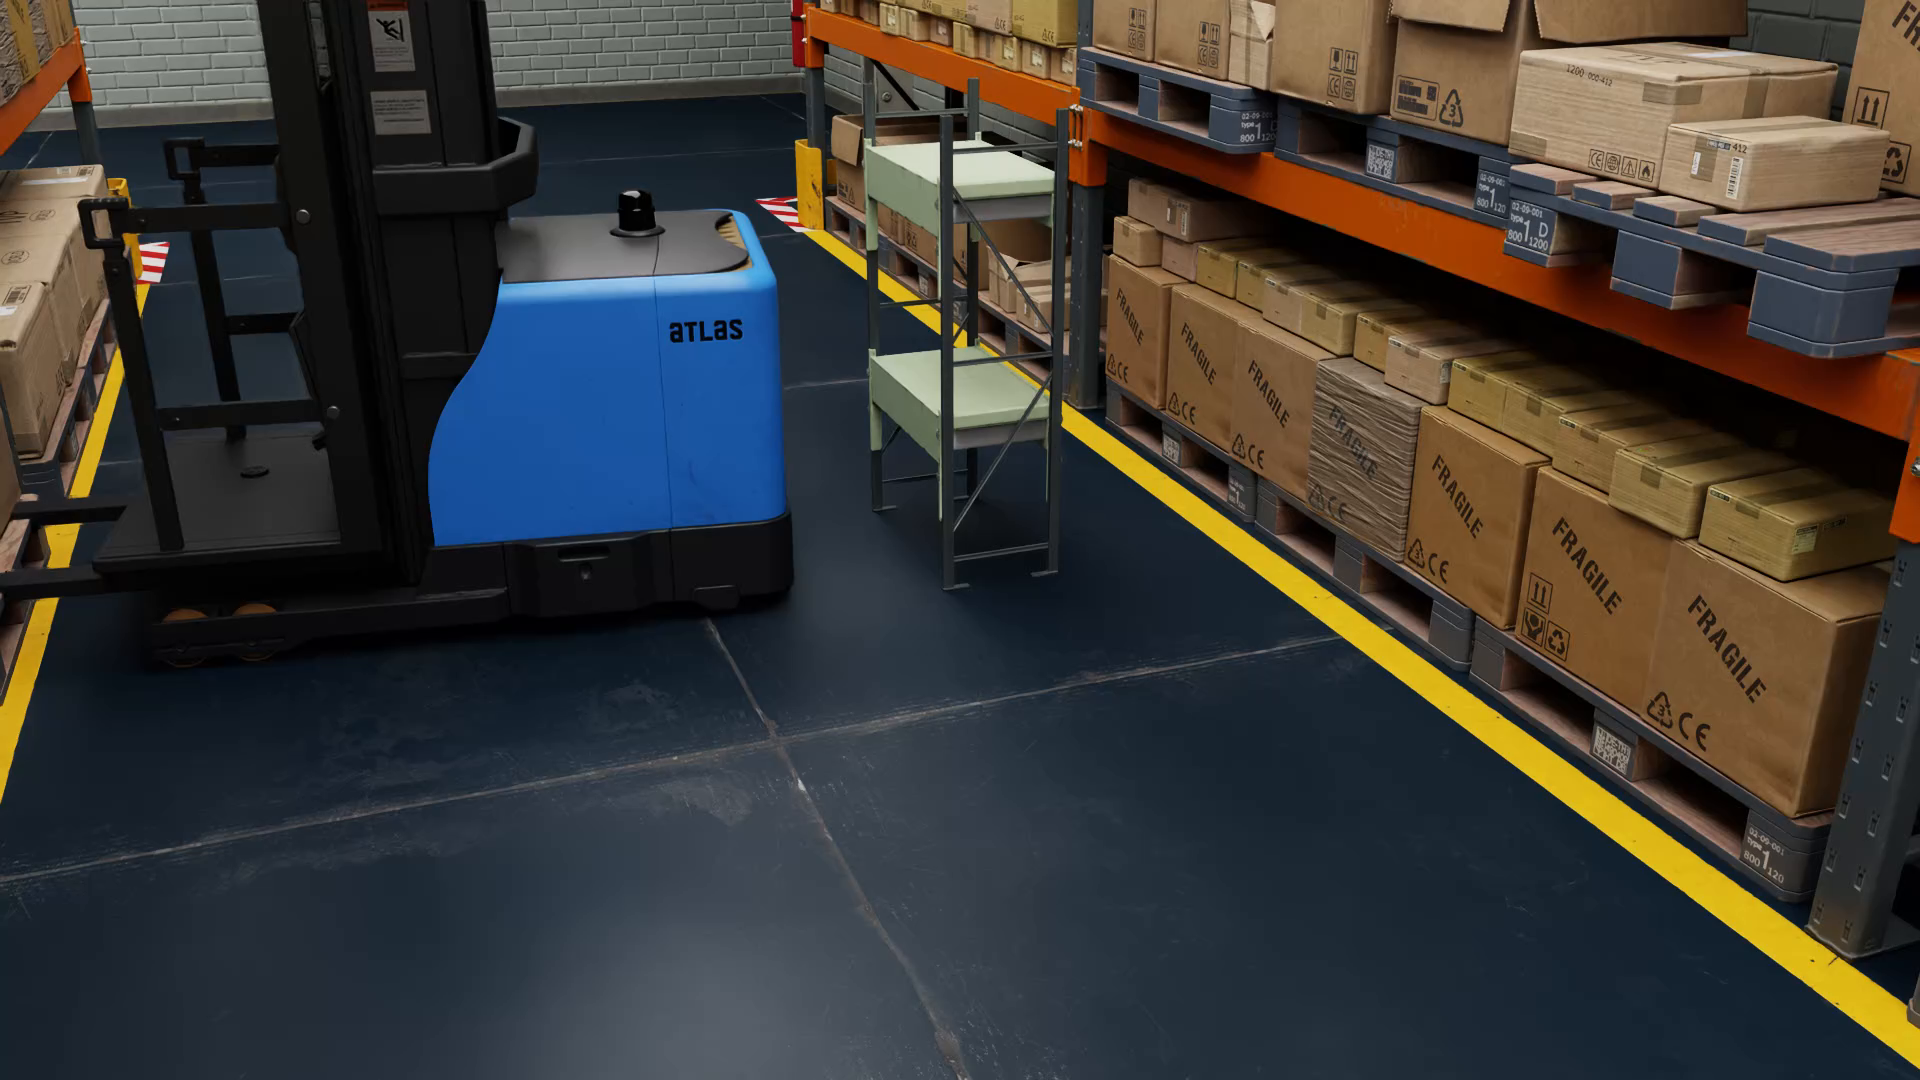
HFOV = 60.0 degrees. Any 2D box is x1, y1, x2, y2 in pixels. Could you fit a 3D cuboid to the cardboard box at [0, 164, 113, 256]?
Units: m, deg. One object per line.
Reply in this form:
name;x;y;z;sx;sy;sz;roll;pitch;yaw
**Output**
cardboard box;-4.780;-1.571;8.373;0.875;0.438;0.875;-9;25;-21

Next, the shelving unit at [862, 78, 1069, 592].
shelving unit;0.002;-0.689;5.453;0.431;1.500;0.755;-8;24;-19

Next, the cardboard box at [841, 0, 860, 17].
cardboard box;-0.472;-3.107;9.584;0.380;0.149;0.250;-8;24;-18

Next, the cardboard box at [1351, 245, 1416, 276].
cardboard box;1.655;-0.988;6.074;0.380;0.149;0.250;-10;25;-22

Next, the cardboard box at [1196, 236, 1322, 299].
cardboard box;1.098;-1.005;6.115;0.380;0.149;0.250;-10;25;-22

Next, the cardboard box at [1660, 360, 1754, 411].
cardboard box;2.228;-0.423;4.735;0.380;0.149;0.250;-10;25;-21

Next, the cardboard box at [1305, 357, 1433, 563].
cardboard box;1.456;-0.284;5.241;0.500;0.500;0.500;-9;25;-21

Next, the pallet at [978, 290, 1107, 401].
pallet;0.707;-0.977;7.798;1.003;0.211;1.213;-8;24;-19

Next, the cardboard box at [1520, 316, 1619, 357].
cardboard box;1.962;-0.595;5.142;0.380;0.149;0.250;-8;24;-19

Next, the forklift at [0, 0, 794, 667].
forklift;-2.096;-1.202;4.828;3.031;2.935;1.130;-5;23;-11

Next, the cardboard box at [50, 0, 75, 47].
cardboard box;-4.689;-2.691;8.144;0.500;0.500;0.500;-8;24;-19

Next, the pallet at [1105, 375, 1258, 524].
pallet;1.271;-0.437;6.516;1.003;0.211;1.213;-8;24;-19

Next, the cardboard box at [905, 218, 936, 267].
cardboard box;0.021;-1.751;8.720;0.500;0.500;0.500;-8;24;-18

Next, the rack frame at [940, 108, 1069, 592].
rack frame;0.132;-0.556;5.137;0.400;1.500;0.023;-8;24;-19

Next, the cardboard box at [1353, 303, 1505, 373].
cardboard box;1.469;-0.627;5.217;0.380;0.149;0.250;-8;24;-19

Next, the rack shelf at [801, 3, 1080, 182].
rack shelf;0.242;-2.408;8.527;1.077;0.370;4.000;-8;24;-19

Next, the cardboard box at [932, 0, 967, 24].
cardboard box;0.186;-2.595;7.856;0.500;0.250;0.500;-9;24;-19

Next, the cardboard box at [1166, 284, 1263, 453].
cardboard box;1.106;-0.656;6.121;0.500;0.500;0.500;-9;24;-20

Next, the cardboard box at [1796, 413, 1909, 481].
cardboard box;2.400;-0.232;4.282;0.380;0.149;0.250;-8;24;-17

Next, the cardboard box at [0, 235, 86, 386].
cardboard box;-4.132;-0.911;6.808;0.875;0.438;0.875;-9;25;-21

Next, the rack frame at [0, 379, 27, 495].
rack frame;-3.694;-1.330;5.045;1.000;3.000;0.127;-8;24;-19

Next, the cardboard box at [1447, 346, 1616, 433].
cardboard box;1.633;-0.434;4.760;0.380;0.149;0.250;-9;24;-20

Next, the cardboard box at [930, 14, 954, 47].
cardboard box;0.071;-2.541;8.241;0.380;0.149;0.250;-8;24;-19

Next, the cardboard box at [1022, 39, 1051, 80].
cardboard box;0.487;-2.070;7.122;0.380;0.149;0.250;-8;24;-18

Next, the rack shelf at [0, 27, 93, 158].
rack shelf;-4.401;-1.726;6.908;1.077;0.370;4.000;-8;24;-19

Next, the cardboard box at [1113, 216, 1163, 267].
cardboard box;0.826;-1.187;6.546;0.380;0.149;0.250;-7;24;-16

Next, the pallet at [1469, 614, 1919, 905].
pallet;2.133;0.449;4.413;1.003;0.211;1.213;-8;24;-19

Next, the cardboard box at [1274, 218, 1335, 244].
cardboard box;1.446;-1.164;6.493;0.380;0.149;0.250;-8;24;-19

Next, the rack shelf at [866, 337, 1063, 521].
rack shelf;0.002;-0.388;5.580;0.431;0.370;0.720;-8;24;-19

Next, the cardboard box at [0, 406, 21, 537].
cardboard box;-3.400;-0.331;4.867;0.875;0.875;0.875;-8;24;-17

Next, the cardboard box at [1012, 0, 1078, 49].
cardboard box;0.540;-2.232;6.995;0.500;0.250;0.500;-8;24;-18

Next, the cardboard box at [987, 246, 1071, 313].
cardboard box;0.351;-1.238;7.805;0.396;0.266;0.258;-7;24;-17

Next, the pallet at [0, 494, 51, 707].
pallet;-3.351;0.225;4.945;1.003;0.211;1.213;-8;24;-19

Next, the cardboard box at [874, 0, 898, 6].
cardboard box;-0.196;-2.965;8.734;0.500;0.250;0.500;-9;24;-20

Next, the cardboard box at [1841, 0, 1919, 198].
cardboard box;2.326;-1.008;3.609;0.500;0.500;0.500;-7;24;-17

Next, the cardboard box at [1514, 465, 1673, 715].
cardboard box;1.844;0.091;4.349;0.500;0.500;0.500;-9;24;-20

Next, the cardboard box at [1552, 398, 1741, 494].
cardboard box;1.773;-0.241;4.303;0.380;0.149;0.250;-9;25;-21

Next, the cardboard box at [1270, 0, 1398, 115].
cardboard box;1.370;-1.573;4.950;0.700;0.500;0.500;-8;24;-19

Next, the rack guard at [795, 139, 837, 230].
rack guard;-0.438;-2.287;10.532;1.175;0.500;0.348;-8;24;-19

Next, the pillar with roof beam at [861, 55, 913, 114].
pillar with roof beam;-4.601;-6.743;10.163;9.100;9.000;0.400;-8;24;-19

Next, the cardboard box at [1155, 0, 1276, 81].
cardboard box;1.093;-1.858;5.626;0.700;0.500;0.500;-8;24;-18

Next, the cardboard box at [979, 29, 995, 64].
cardboard box;0.305;-2.260;7.574;0.380;0.149;0.250;-8;24;-18

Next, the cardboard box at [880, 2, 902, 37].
cardboard box;-0.197;-2.718;8.661;0.380;0.149;0.250;-9;24;-20

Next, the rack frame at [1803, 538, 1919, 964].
rack frame;2.361;-0.559;3.215;1.000;3.000;0.127;-8;24;-19

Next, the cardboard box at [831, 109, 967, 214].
cardboard box;-0.337;-2.274;9.957;0.797;0.503;0.637;-9;25;-21

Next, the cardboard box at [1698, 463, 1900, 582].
cardboard box;1.950;-0.045;3.837;0.380;0.149;0.250;-10;25;-22

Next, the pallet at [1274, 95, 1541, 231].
pallet;1.670;-1.177;4.928;1.003;0.211;1.213;-8;24;-19

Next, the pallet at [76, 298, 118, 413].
pallet;-4.324;-0.776;7.321;1.003;0.211;1.213;-8;24;-19

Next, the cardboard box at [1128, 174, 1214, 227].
cardboard box;0.883;-1.332;6.508;0.380;0.149;0.250;-9;24;-20

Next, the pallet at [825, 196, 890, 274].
pallet;-0.155;-1.864;9.901;1.003;0.211;1.213;-8;24;-19

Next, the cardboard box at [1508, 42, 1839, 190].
cardboard box;1.686;-1.023;3.967;0.500;0.250;0.500;-10;25;-21

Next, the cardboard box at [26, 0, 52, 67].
cardboard box;-4.335;-2.321;7.266;0.500;0.500;0.500;-8;24;-17

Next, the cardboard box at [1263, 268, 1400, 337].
cardboard box;1.261;-0.811;5.655;0.380;0.149;0.250;-8;24;-19

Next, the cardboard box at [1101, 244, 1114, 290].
cardboard box;0.936;-1.240;7.751;0.500;0.311;0.500;-7;24;-17

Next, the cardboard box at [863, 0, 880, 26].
cardboard box;-0.315;-2.916;9.131;0.380;0.149;0.250;-8;24;-17

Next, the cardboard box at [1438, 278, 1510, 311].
cardboard box;1.845;-0.795;5.616;0.380;0.149;0.250;-8;24;-18

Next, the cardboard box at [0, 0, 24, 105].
cardboard box;-3.958;-1.948;6.381;0.500;0.500;0.500;-8;24;-19
